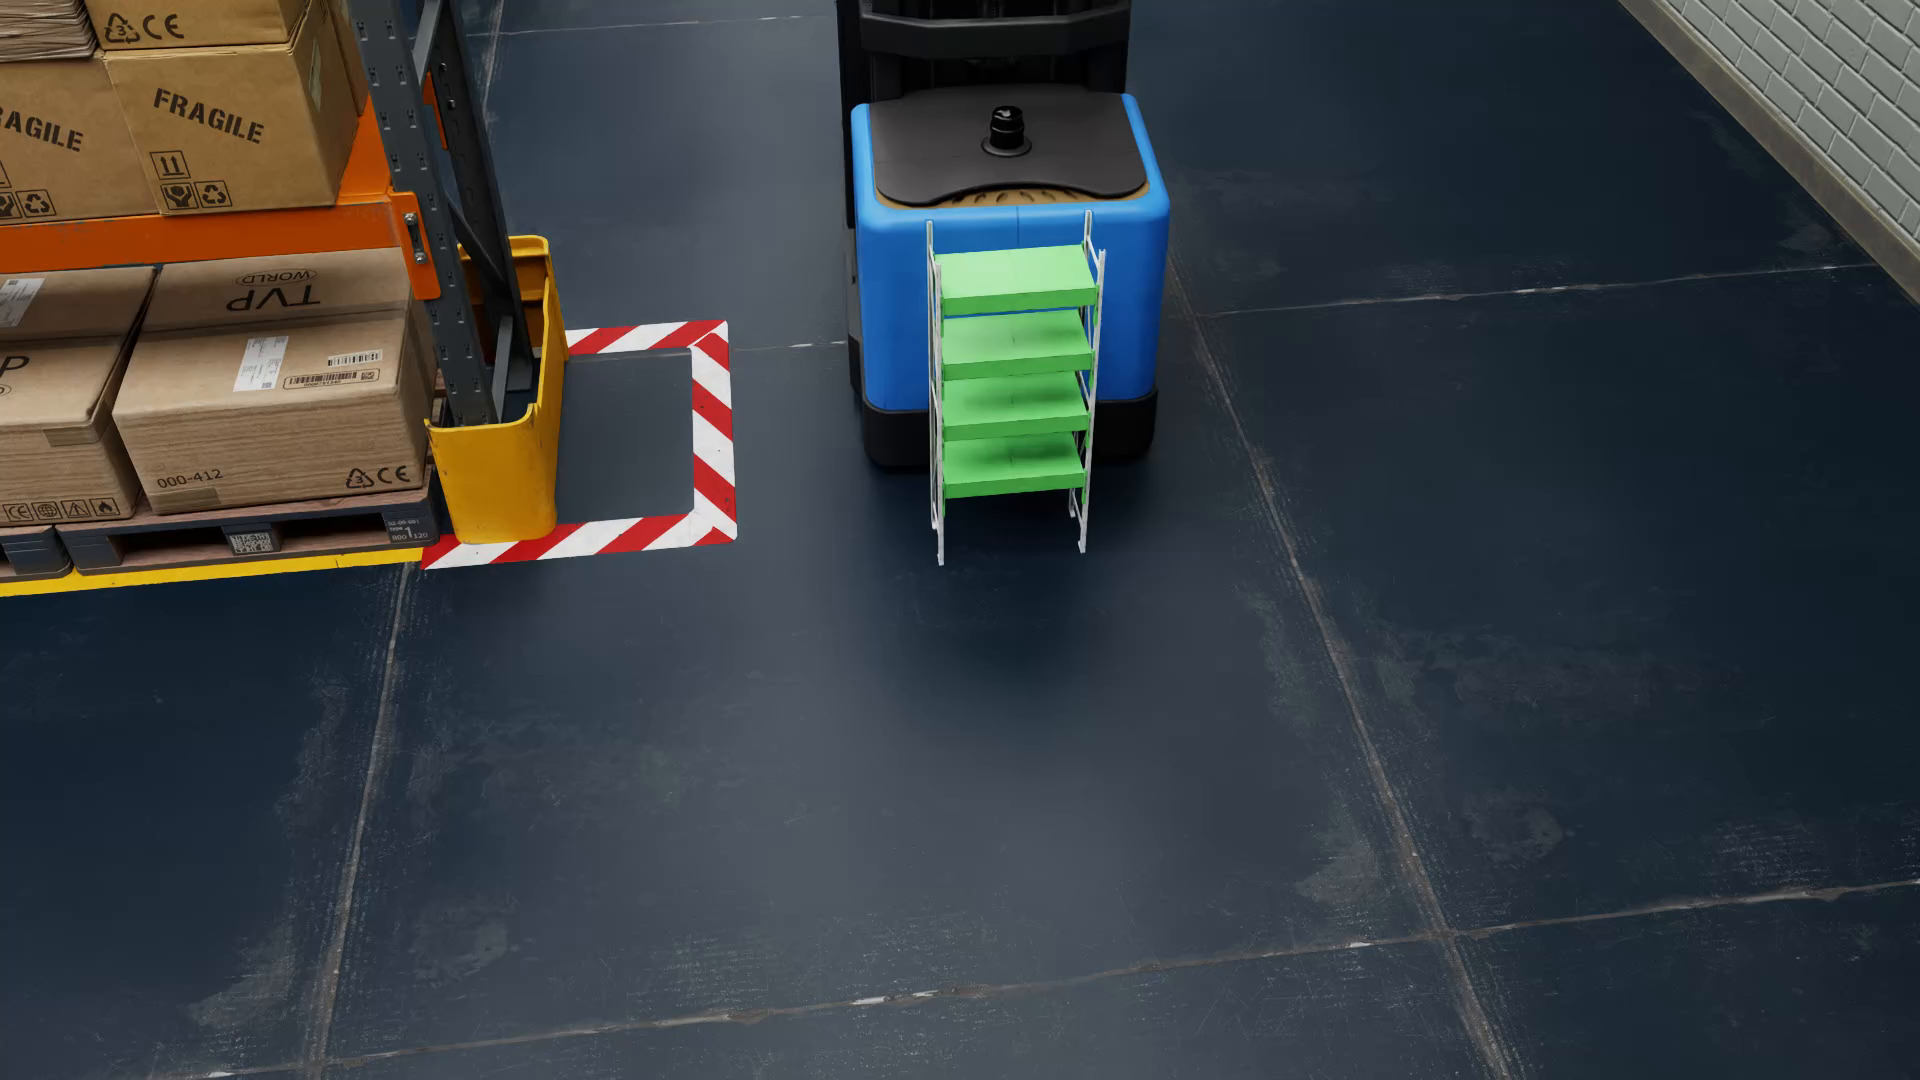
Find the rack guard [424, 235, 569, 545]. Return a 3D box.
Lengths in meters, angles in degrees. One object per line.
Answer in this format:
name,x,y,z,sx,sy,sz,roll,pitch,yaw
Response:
rack guard,-1.649,-0.567,6.005,0.348,0.500,1.175,-5,42,-6

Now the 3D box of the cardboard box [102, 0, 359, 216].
cardboard box,-2.116,-1.312,4.891,0.500,0.500,0.500,-5,42,-5

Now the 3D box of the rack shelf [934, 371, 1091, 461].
rack shelf,0.164,-0.412,5.407,0.480,0.148,0.258,-5,42,-6

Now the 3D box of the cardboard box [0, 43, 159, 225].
cardboard box,-2.616,-1.279,4.854,0.500,0.500,0.500,-6,42,-6

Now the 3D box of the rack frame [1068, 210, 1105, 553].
rack frame,0.406,-0.481,5.388,0.015,1.200,0.240,-5,42,-6

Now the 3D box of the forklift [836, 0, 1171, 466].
forklift,0.066,-2.331,6.146,1.130,2.935,3.031,-3,42,-3

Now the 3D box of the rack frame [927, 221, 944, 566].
rack frame,-0.078,-0.439,5.341,0.015,1.200,0.240,-5,42,-6

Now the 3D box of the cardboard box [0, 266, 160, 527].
cardboard box,-3.220,-0.489,5.652,0.875,0.438,0.875,-4,42,-4

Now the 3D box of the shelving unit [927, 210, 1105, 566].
shelving unit,0.164,-0.460,5.364,0.503,1.200,0.258,-5,42,-6

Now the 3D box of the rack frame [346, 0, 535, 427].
rack frame,-1.672,-1.493,5.166,0.127,3.000,1.000,-5,42,-6

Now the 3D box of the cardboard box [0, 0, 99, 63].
cardboard box,-2.634,-1.636,4.504,0.500,0.500,0.500,-5,42,-5

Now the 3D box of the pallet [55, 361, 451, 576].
pallet,-2.455,-0.336,5.965,1.213,0.211,1.003,-5,42,-6

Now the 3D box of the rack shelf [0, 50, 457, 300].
rack shelf,-3.656,-1.052,5.214,4.000,0.370,1.077,-5,42,-6

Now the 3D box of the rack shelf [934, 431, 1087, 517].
rack shelf,0.164,-0.234,5.568,0.480,0.148,0.258,-5,42,-6

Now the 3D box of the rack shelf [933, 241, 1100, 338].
rack shelf,0.164,-0.769,5.085,0.480,0.148,0.258,-5,42,-6

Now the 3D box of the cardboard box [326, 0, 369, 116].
cardboard box,-2.186,-1.679,5.297,0.500,0.500,0.500,-5,42,-6

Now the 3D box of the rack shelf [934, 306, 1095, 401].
rack shelf,0.164,-0.591,5.246,0.480,0.148,0.258,-5,42,-6

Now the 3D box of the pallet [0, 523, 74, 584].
pallet,-3.662,-0.232,5.850,1.213,0.211,1.003,-5,42,-6

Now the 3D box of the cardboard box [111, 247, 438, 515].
cardboard box,-2.314,-0.574,5.746,0.875,0.438,0.875,-6,42,-7

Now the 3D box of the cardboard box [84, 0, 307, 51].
cardboard box,-2.120,-1.701,4.575,0.500,0.500,0.500,-4,42,-4
